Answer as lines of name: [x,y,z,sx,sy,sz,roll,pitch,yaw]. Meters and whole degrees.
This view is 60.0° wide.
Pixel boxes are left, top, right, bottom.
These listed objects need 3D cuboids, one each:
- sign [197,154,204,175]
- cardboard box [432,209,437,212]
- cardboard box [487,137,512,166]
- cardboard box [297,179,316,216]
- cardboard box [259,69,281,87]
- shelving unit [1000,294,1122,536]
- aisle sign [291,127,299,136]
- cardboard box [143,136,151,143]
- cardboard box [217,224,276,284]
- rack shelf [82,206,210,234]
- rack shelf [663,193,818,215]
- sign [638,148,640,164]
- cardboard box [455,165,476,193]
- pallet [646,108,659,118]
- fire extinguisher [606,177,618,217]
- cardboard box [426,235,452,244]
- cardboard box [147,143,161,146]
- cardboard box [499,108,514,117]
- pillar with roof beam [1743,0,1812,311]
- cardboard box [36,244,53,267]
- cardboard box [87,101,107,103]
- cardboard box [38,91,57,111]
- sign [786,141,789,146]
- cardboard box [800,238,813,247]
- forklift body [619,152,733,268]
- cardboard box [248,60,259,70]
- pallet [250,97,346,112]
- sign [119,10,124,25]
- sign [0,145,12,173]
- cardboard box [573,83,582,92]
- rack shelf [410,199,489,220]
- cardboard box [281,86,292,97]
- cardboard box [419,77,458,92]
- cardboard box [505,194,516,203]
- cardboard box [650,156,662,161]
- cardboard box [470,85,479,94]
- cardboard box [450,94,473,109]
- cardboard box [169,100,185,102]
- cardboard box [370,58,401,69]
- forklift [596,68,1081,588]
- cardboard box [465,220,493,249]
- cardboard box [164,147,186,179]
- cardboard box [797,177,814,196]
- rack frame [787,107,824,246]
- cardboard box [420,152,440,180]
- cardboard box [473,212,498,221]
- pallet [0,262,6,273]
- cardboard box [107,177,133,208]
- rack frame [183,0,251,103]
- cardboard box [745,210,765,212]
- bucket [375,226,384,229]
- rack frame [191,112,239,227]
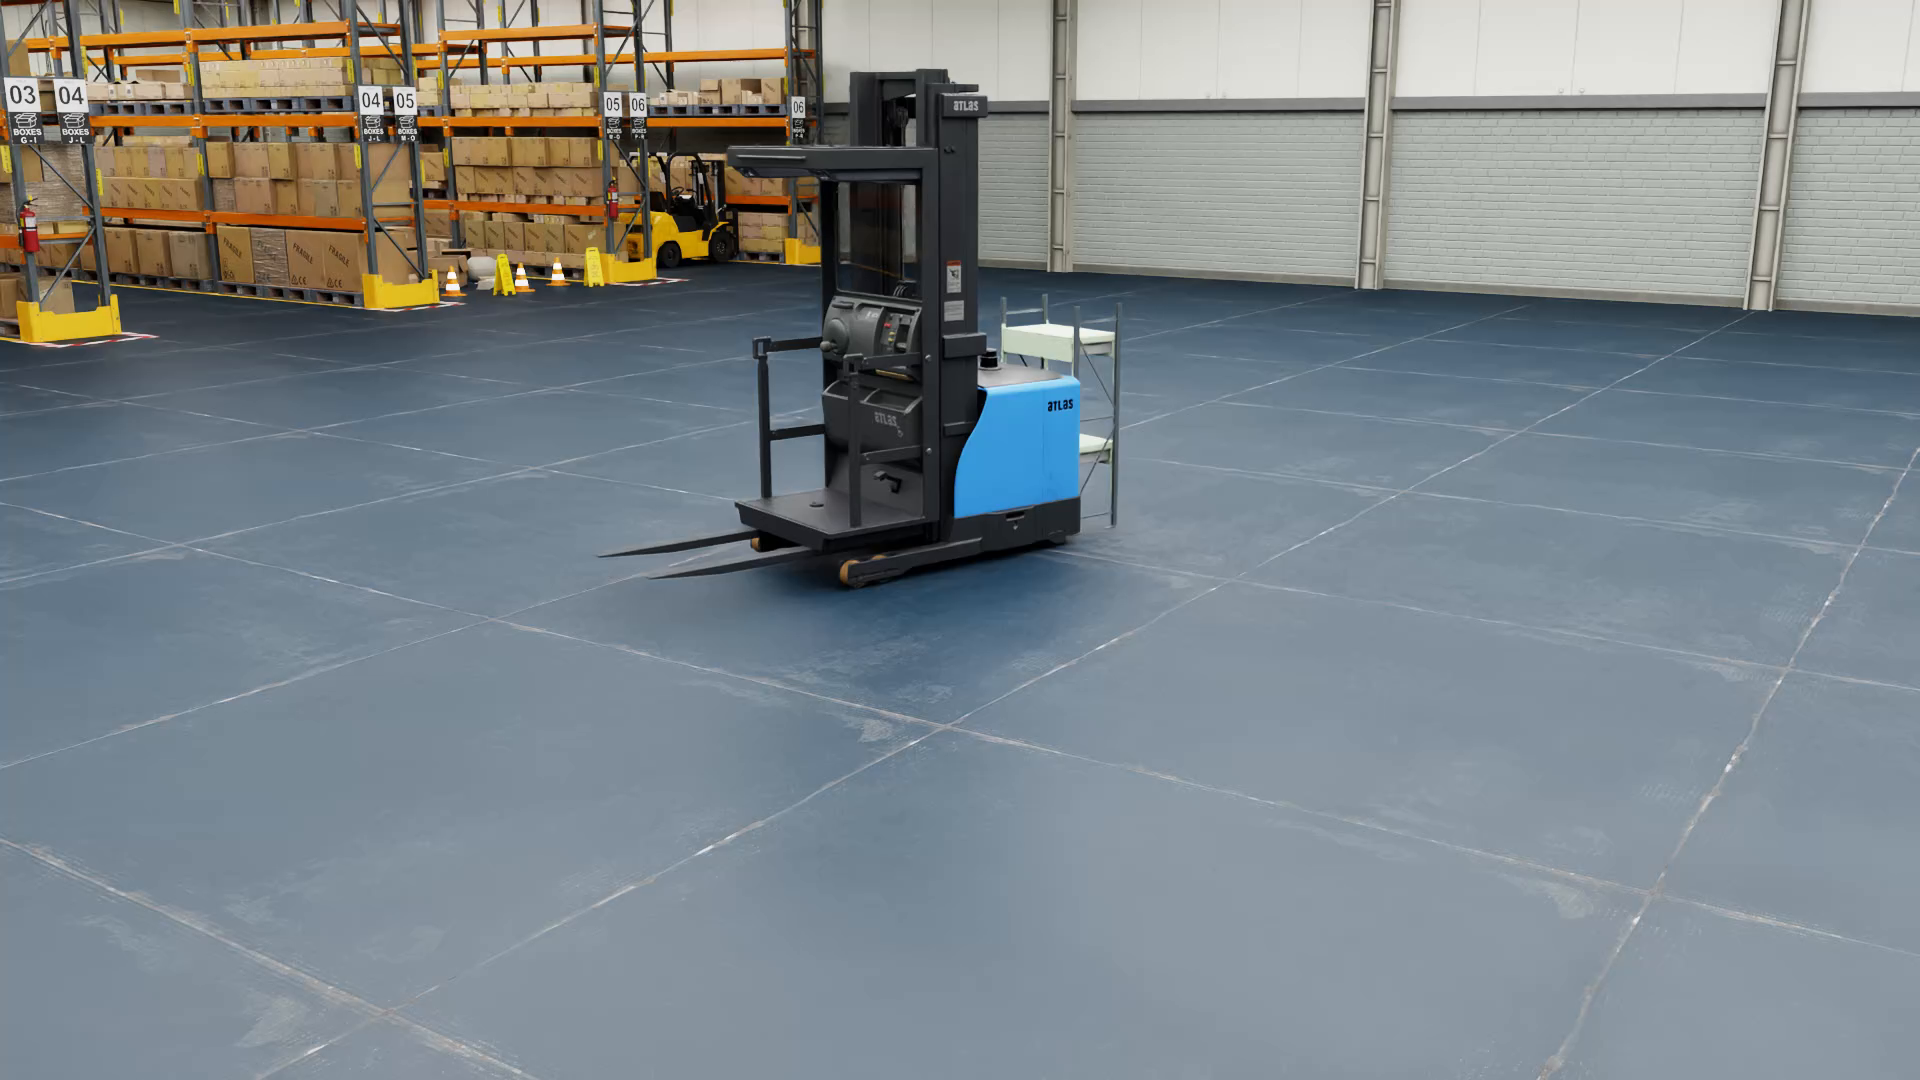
sign: [-12.086,-5.973,26.464,0.005,0.325,0.100,9,17,33]
cardboard box: [-12.107,-7.738,38.820,0.250,0.149,0.380,9,16,32]
cardboard box: [-8.055,-6.990,29.908,0.500,0.500,0.700,9,16,32]
cardboard box: [-9.668,-5.305,25.700,0.550,0.550,0.875,9,17,33]
cardboard box: [-10.283,-7.015,25.286,0.500,0.250,0.500,9,17,33]
shelving unit: [0.662,-0.856,11.159,0.431,1.500,0.755,-11,18,-37]
aisle sign: [-16.523,-10.371,41.067,0.004,0.787,0.394,9,17,33]
cardboard box: [-17.422,-8.673,35.976,0.250,0.149,0.380,9,17,33]
cardboard box: [-11.308,-4.633,26.843,0.875,0.875,0.875,9,17,34]
rack shelf: [-13.451,-5.478,28.206,4.000,0.370,1.077,9,17,33]
rack shelf: [-4.686,-6.932,34.081,4.000,0.370,1.077,9,17,33]
sign: [-6.640,-7.963,34.506,0.005,0.325,0.100,9,17,33]
cardboard box: [-8.903,-6.637,30.567,0.500,0.500,0.500,9,17,33]
pallet: [-7.084,-9.028,35.208,1.217,0.209,0.805,8,16,31]
fire extinguisher: [-5.956,-5.878,28.487,0.183,0.674,0.296,9,17,33]
cardboard box: [-10.148,-5.653,32.012,0.625,0.372,0.950,10,17,36]
cardboard box: [-17.140,-8.310,35.862,0.500,0.500,0.500,9,17,34]
cardboard box: [-7.970,-7.612,29.612,0.250,0.149,0.380,9,16,32]
pillar with roof beam: [9.432,-6.926,20.074,0.400,9.000,9.100,9,17,33]
cardboard box: [-16.231,-5.192,29.883,0.500,0.500,0.500,10,17,35]
cardboard box: [-15.436,-7.729,29.354,0.500,0.500,0.500,9,17,33]
cardboard box: [-11.580,-5.546,21.055,0.500,0.250,0.500,10,17,34]
sign: [-3.341,-7.584,32.313,0.005,0.325,0.100,9,17,33]
cardboard box: [-3.325,-5.987,33.614,0.500,0.250,0.500,9,17,33]
forklift body: [-5.618,-6.491,32.570,1.214,2.155,2.313,9,17,33]
cardboard box: [-10.622,-7.245,25.388,0.250,0.149,0.380,9,17,33]
pallet: [-10.110,-6.696,25.573,1.213,0.211,1.003,9,17,33]
sign: [-18.755,-11.679,37.165,0.005,0.325,0.100,9,17,33]
sign: [-11.651,-4.654,20.315,0.005,0.325,0.100,9,17,33]
cardboard box: [-6.431,-7.773,28.601,0.250,0.149,0.380,10,17,34]
rack shelf: [-10.772,-6.478,32.247,4.000,0.370,1.077,9,17,33]
cardboard box: [-9.991,-6.756,25.072,0.250,0.149,0.380,9,17,33]
cardboard box: [-9.665,-8.441,30.836,0.500,0.250,0.500,10,17,34]
cardboard box: [-7.974,-6.158,29.978,0.250,0.149,0.380,9,17,33]
cardboard box: [-6.246,-7.955,34.540,0.250,0.149,0.380,10,17,34]
cardboard box: [-8.587,-8.107,29.950,0.250,0.149,0.380,9,16,31]
cardboard box: [-8.900,-7.973,30.240,0.500,0.250,0.500,9,16,32]
cardboard box: [-16.459,-9.297,35.093,0.258,0.266,0.396,10,17,35]
cardboard box: [-8.571,-7.104,24.817,0.250,0.149,0.380,9,17,33]
forklift: [-0.698,-1.284,9.910,3.031,2.935,1.130,-11,17,-36]
cardboard box: [-8.774,-5.659,30.730,0.500,0.500,0.500,10,17,35]
cardboard box: [-12.634,-6.226,27.445,0.500,0.500,0.700,9,16,32]
cardboard box: [-3.282,-7.183,33.391,0.500,0.500,0.500,10,17,35]
rack frame: [-3.026,-7.013,32.911,0.127,3.000,1.000,9,17,33]
cardboard box: [-10.036,-7.038,31.312,0.500,0.500,0.500,9,17,33]
cardboard box: [-8.703,-5.945,30.536,0.250,0.149,0.380,9,17,34]
pallet: [-17.783,-5.174,31.284,1.213,0.211,1.003,9,17,33]
cardboard box: [-14.047,-5.894,28.183,0.500,0.500,0.500,9,17,33]
rack frame: [-11.791,-8.471,26.315,0.127,3.000,1.000,9,17,33]
cardboard box: [-4.145,-6.605,34.031,0.500,0.250,0.500,9,17,32]
bucket: [-10.392,-5.149,29.030,0.726,0.611,0.620,-10,7,-35]
rack frame: [-15.751,-7.632,35.412,0.127,3.000,1.000,9,17,33]
